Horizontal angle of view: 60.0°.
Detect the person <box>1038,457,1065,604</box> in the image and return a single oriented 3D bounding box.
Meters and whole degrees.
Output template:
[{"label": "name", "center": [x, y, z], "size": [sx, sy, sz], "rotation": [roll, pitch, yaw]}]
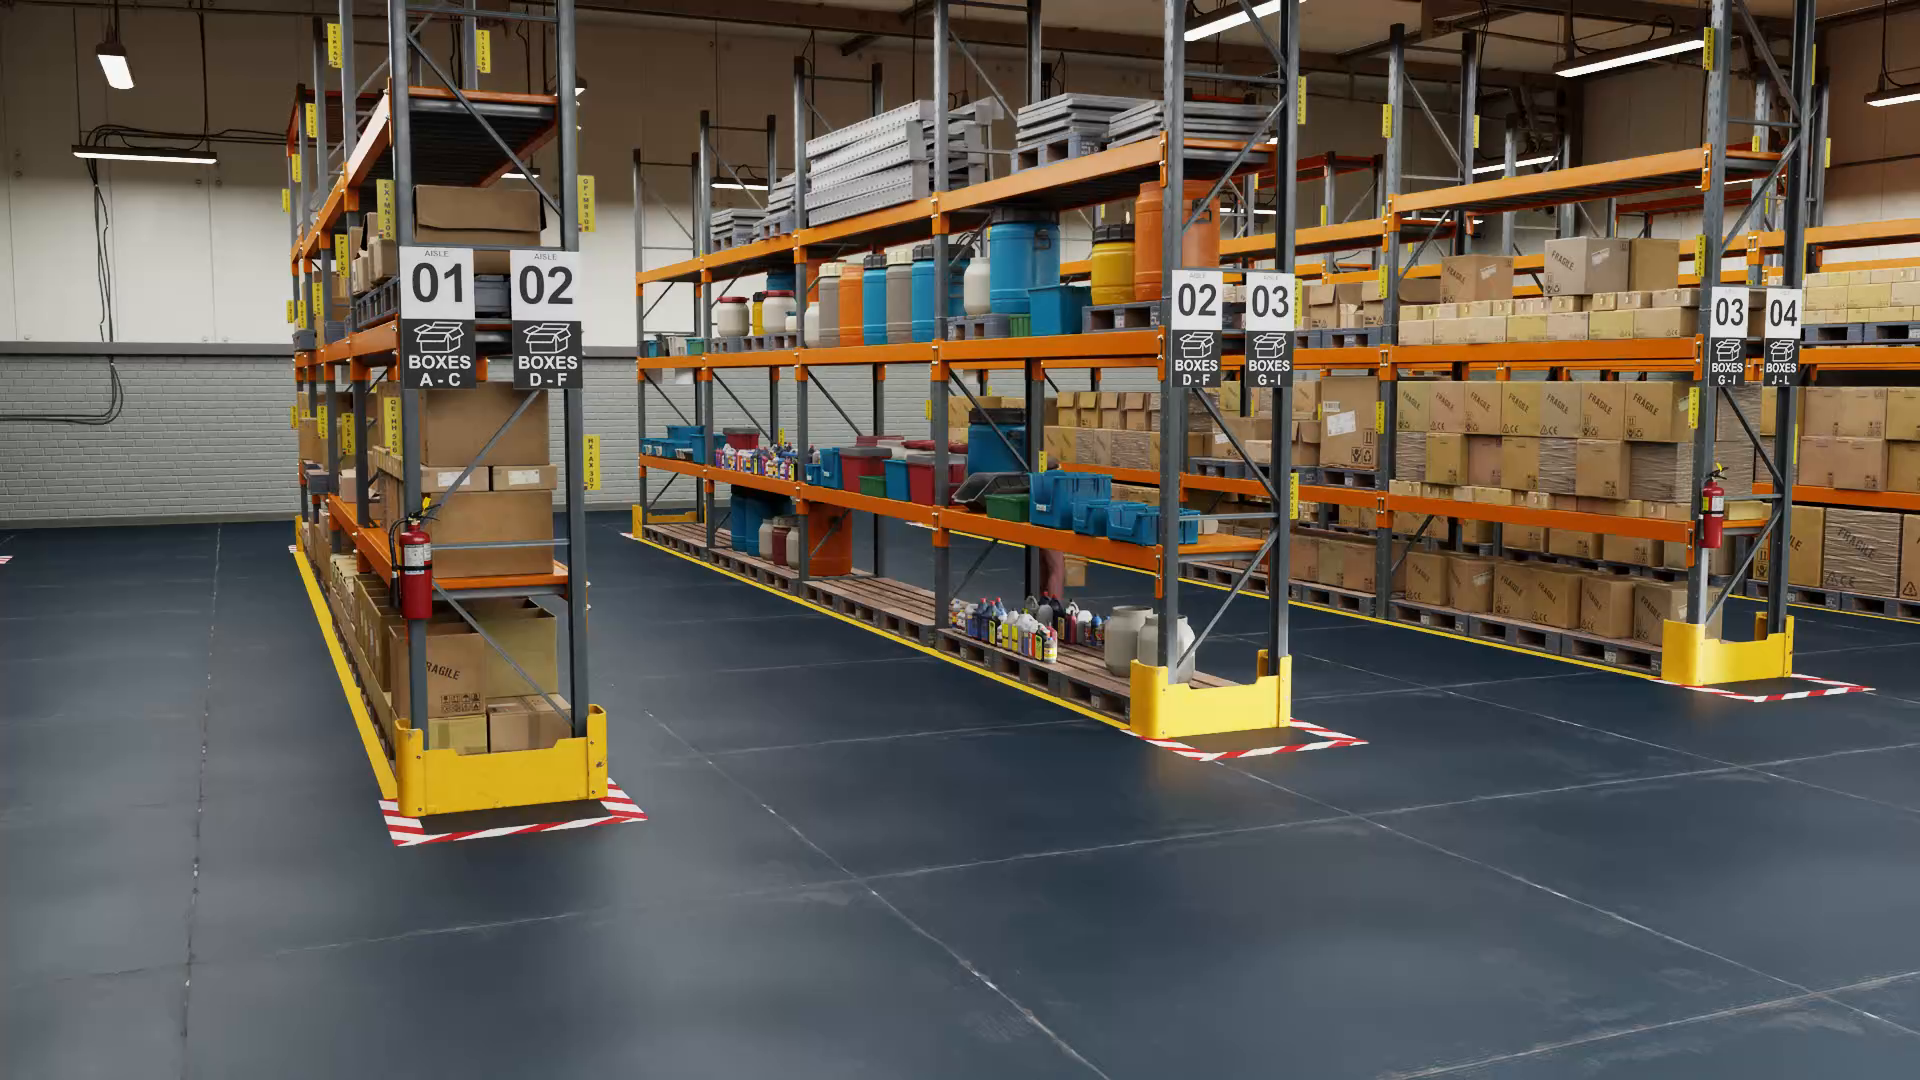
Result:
[{"label": "person", "center": [0.925, -0.023, 17.190], "size": [0.359, 1.675, 0.483], "rotation": [-3, 6, -25]}]
